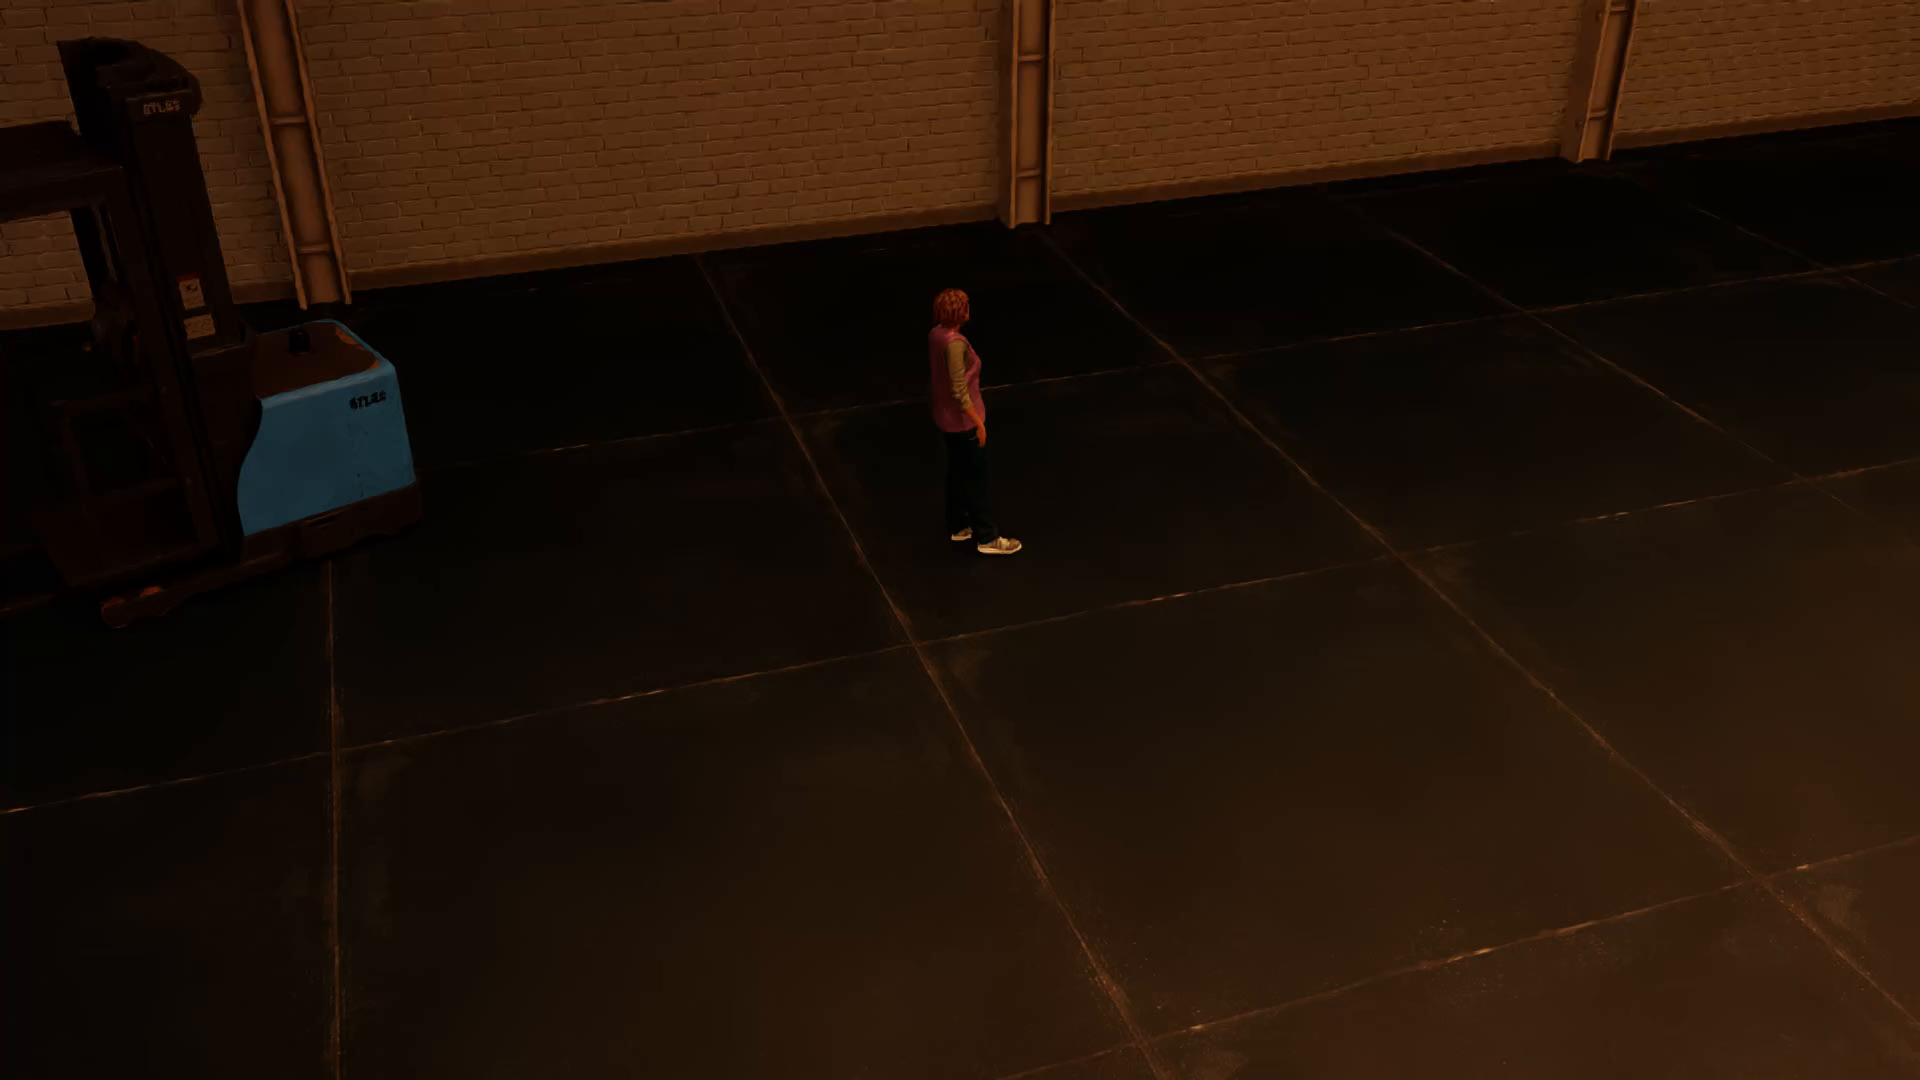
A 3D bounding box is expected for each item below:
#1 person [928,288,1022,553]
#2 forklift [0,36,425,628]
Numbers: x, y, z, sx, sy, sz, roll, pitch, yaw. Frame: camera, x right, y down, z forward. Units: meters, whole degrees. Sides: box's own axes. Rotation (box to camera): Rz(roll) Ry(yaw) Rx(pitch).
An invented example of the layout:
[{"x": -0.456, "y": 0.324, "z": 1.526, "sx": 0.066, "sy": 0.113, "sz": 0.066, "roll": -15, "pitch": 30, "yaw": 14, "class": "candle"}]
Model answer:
[{"x": 0.075, "y": -0.704, "z": 9.634, "sx": 0.473, "sy": 1.597, "sz": 0.520, "roll": -10, "pitch": 31, "yaw": -16, "class": "person"}, {"x": -4.734, "y": -1.081, "z": 8.965, "sx": 3.031, "sy": 2.935, "sz": 1.130, "roll": -22, "pitch": 36, "yaw": -33, "class": "forklift"}]
